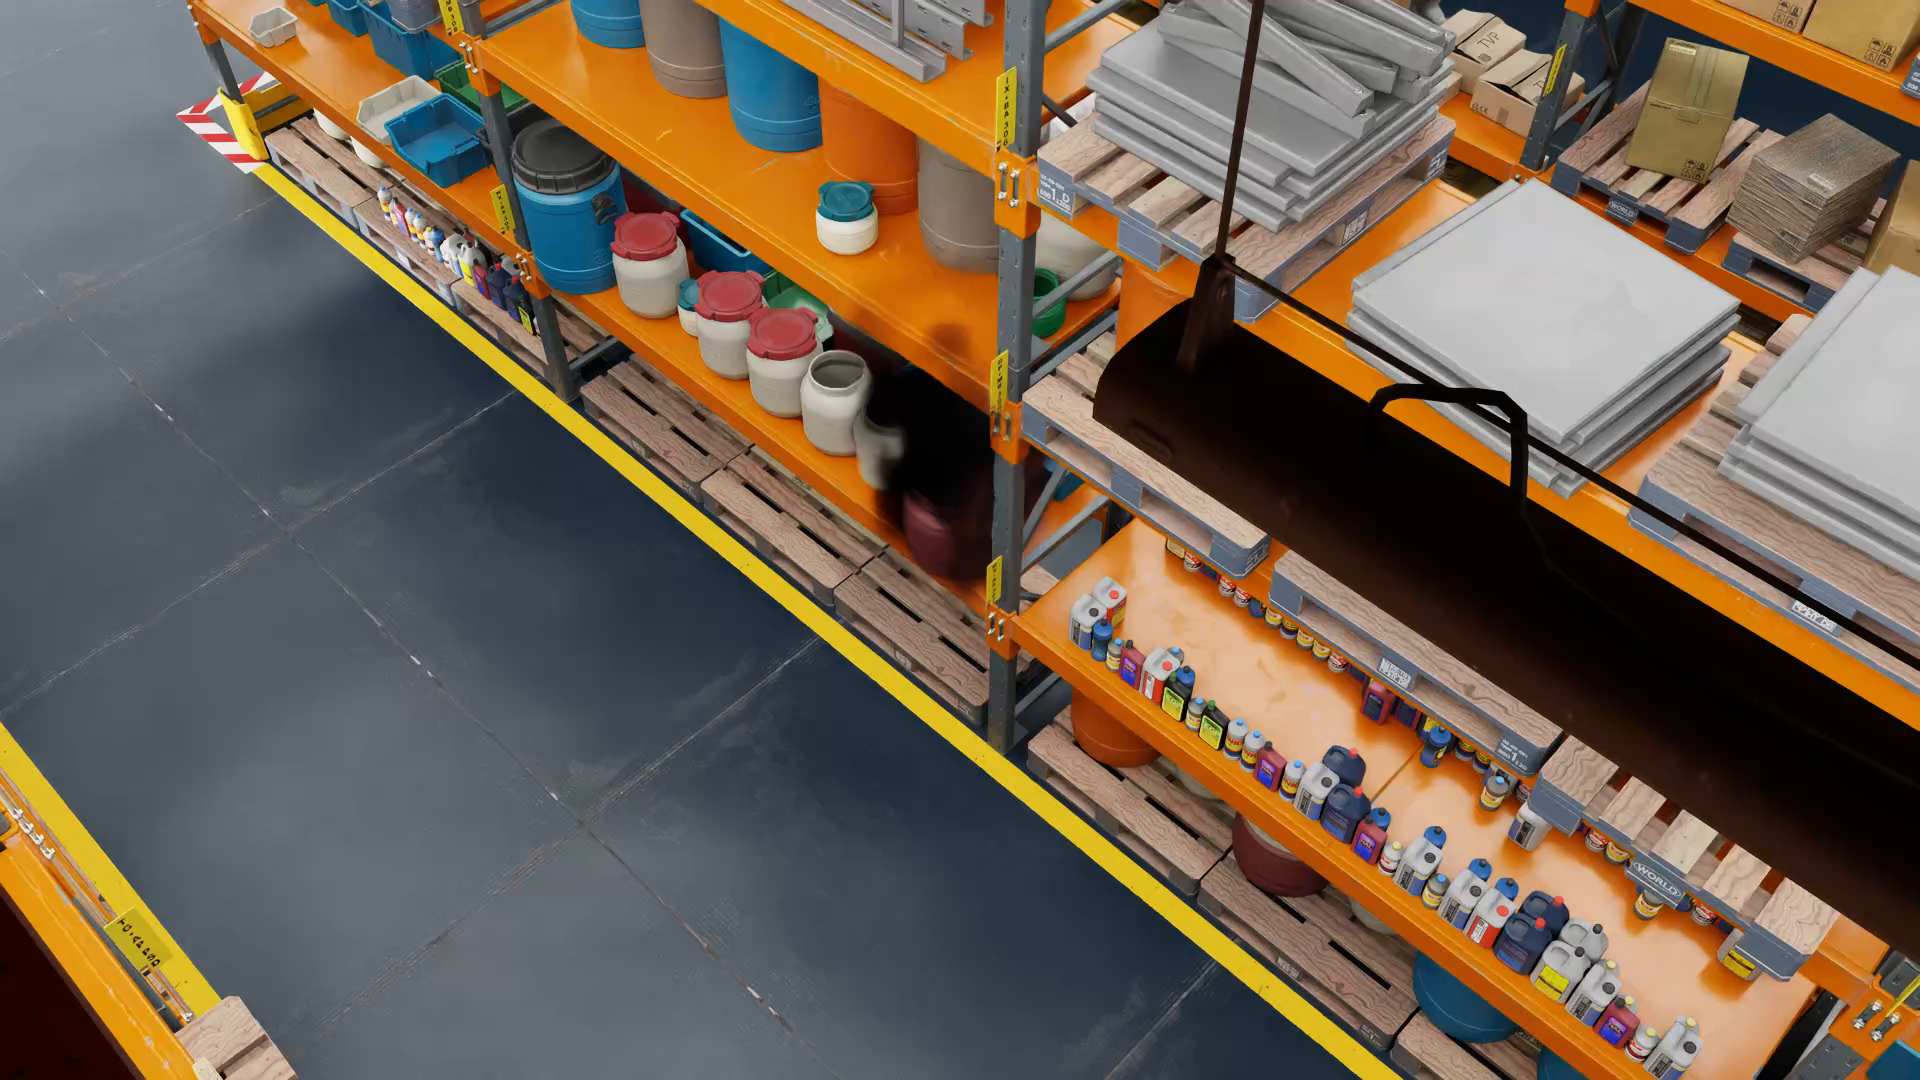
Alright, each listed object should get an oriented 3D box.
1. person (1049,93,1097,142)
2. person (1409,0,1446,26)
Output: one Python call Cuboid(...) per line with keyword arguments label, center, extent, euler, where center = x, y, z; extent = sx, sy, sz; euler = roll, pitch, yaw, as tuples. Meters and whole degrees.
Cuboid(label="person", center=(0.615, -2.395, 10.878), extent=(0.745, 1.767, 0.705), euler=(25, 54, 19))
Cuboid(label="person", center=(3.729, -4.567, 13.033), extent=(0.921, 1.799, 0.653), euler=(37, 59, 27))
